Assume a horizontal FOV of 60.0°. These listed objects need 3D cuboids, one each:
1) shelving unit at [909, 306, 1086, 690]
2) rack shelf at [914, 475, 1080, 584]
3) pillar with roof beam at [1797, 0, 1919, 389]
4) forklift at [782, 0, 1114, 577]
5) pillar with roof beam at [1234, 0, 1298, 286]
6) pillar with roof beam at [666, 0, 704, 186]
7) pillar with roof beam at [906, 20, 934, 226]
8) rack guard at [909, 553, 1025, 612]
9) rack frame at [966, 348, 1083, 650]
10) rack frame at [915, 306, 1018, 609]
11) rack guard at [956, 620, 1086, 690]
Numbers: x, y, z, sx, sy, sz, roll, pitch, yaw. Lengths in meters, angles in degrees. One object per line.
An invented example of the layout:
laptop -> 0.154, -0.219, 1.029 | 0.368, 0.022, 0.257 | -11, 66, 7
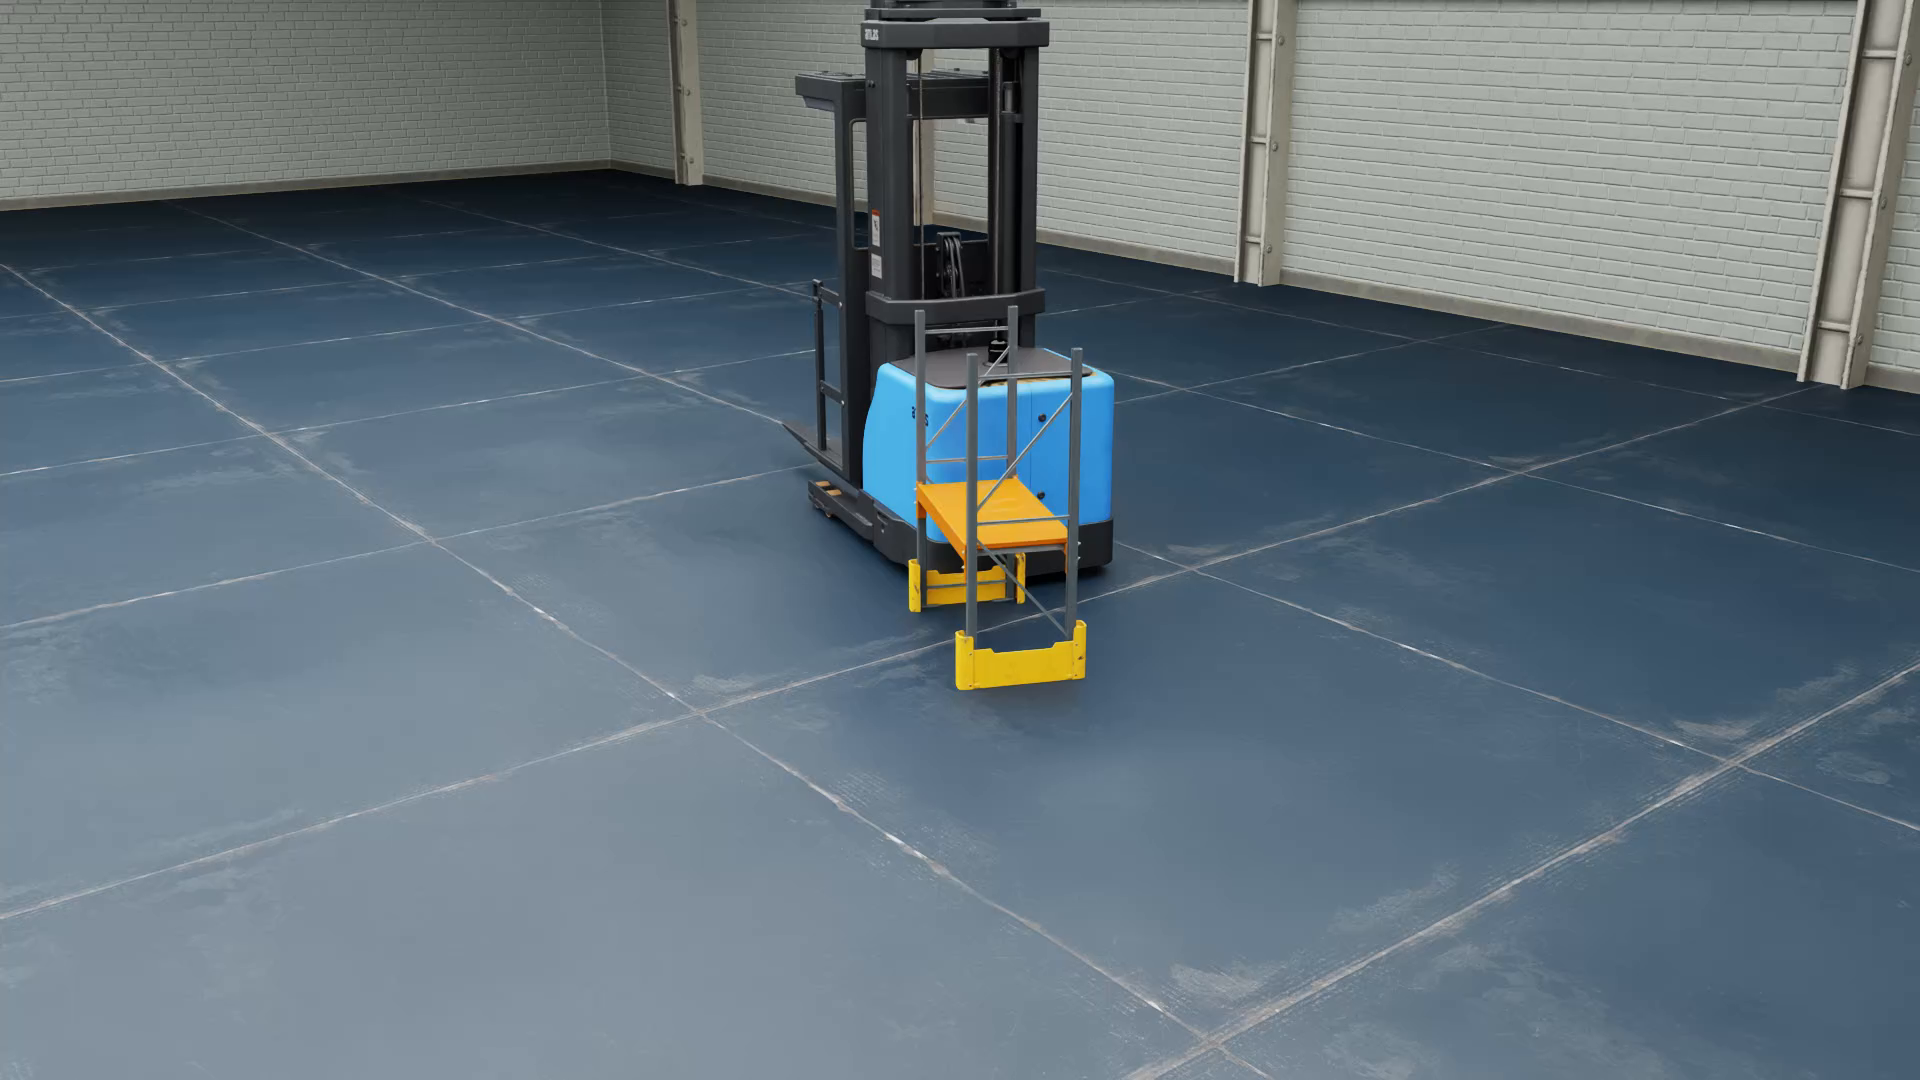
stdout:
shelving unit -> 0.155, -0.233, 7.679 | 0.587, 1.500, 1.083 | -4, 19, -13
rack shelf -> 0.153, -0.065, 7.744 | 0.538, 0.185, 1.000 | -4, 19, -13
pillar with roof beam -> 3.496, -4.677, 9.171 | 9.100, 9.000, 0.400 | -14, 23, -36
forklift -> -0.254, -1.571, 9.444 | 1.130, 2.935, 3.031 | -8, 20, -23
pillar with roof beam -> -0.229, -6.155, 13.636 | 9.100, 9.000, 0.400 | -14, 23, -36
pillar with roof beam -> -7.680, -9.112, 22.566 | 9.100, 9.000, 0.400 | -14, 23, -36
pillar with roof beam -> -3.955, -7.634, 18.101 | 9.100, 9.000, 0.400 | -14, 23, -36
rack guard -> 0.037, 0.209, 8.335 | 0.587, 0.250, 0.087 | -4, 19, -13
rack frame -> 0.273, -0.080, 7.219 | 0.500, 1.500, 0.032 | -4, 19, -13
rack frame -> 0.032, -0.391, 8.157 | 0.500, 1.500, 0.032 | -4, 19, -13
rack guard -> 0.273, 0.513, 7.416 | 0.587, 0.250, 0.087 | -4, 19, -13
